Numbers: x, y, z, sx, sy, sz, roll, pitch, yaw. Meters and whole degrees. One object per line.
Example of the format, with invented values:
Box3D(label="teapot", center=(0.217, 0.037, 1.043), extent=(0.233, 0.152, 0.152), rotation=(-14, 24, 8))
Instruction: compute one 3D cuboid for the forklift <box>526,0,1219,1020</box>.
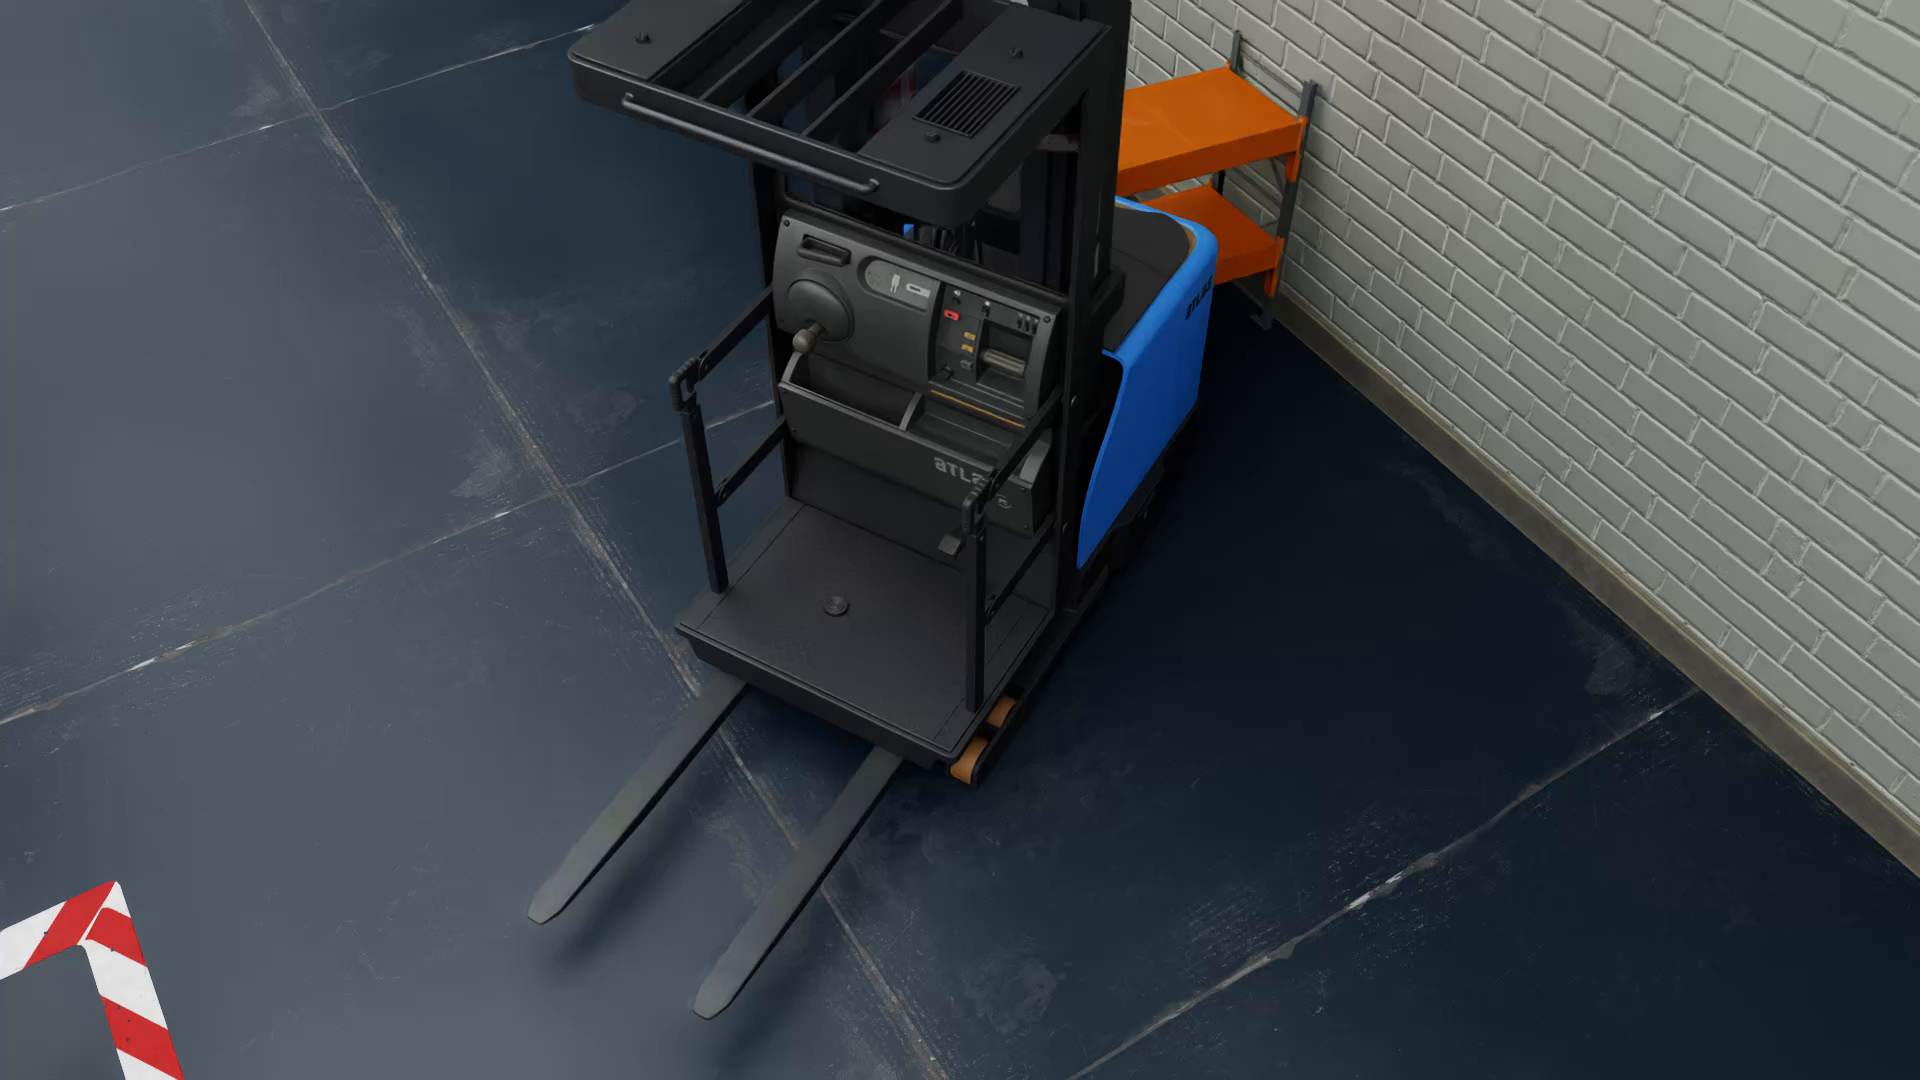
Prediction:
Box3D(label="forklift", center=(-0.252, -0.563, 4.789), extent=(1.130, 2.935, 3.031), rotation=(23, 52, 19))

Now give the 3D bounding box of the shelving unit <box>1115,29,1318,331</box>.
Box3D(label="shelving unit", center=(0.750, -1.297, 6.602), extent=(1.048, 1.125, 0.538), rotation=(-19, 47, -21))

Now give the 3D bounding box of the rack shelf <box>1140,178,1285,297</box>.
Box3D(label="rack shelf", center=(0.743, -1.118, 6.769), extent=(1.000, 0.278, 0.538), rotation=(-19, 47, -21))

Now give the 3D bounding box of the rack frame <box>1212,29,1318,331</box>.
Box3D(label="rack frame", center=(1.198, -1.451, 6.787), extent=(0.032, 1.125, 0.500), rotation=(-19, 47, -21))

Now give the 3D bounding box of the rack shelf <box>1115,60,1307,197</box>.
Box3D(label="rack shelf", center=(0.758, -1.511, 6.403), extent=(1.000, 0.278, 0.538), rotation=(-19, 47, -21))
